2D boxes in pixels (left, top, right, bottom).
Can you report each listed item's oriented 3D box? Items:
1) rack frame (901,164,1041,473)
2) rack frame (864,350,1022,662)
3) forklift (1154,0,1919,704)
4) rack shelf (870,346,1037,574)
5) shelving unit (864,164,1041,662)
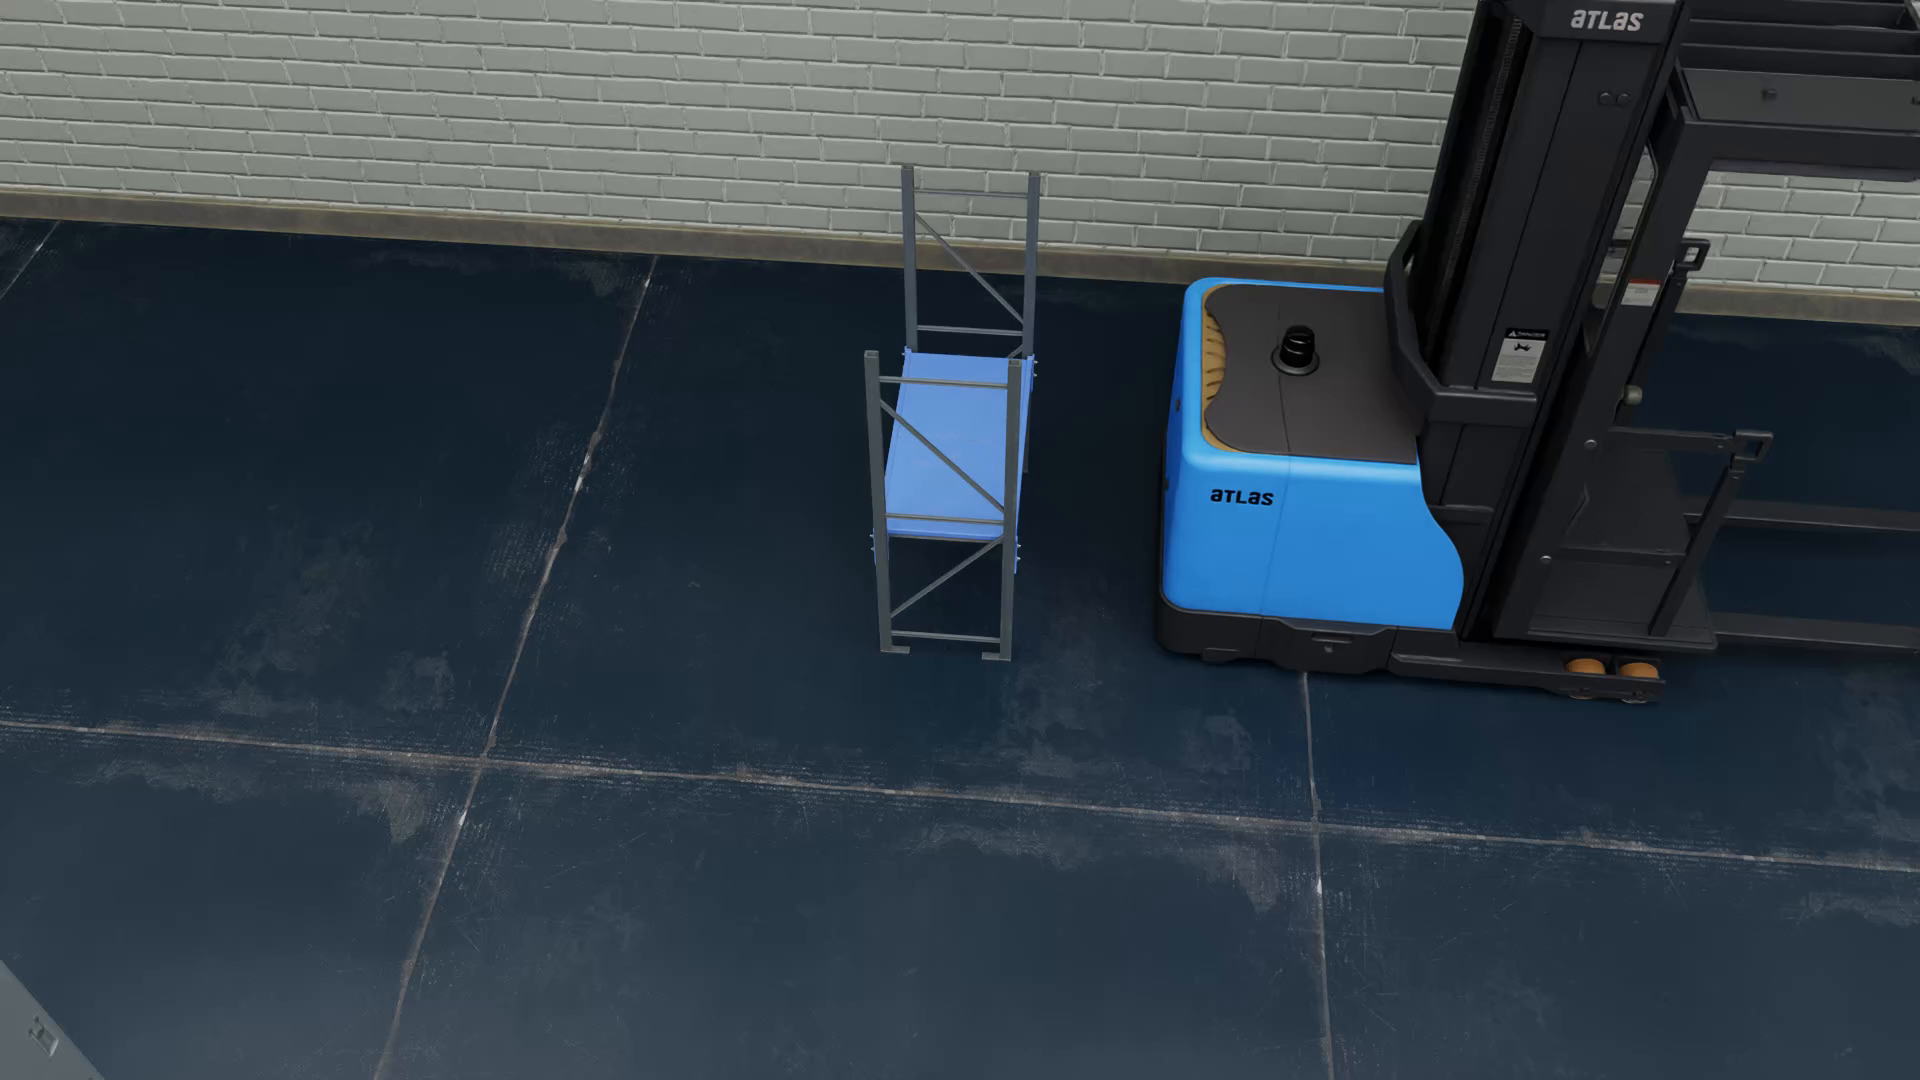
[{"bbox_3d":[0.039,-0.817,6.507,0.500,1.500,0.032,4,48,4],"label":"rack frame"},{"bbox_3d":[-0.054,-0.070,5.824,0.500,1.500,0.032,4,48,4],"label":"rack frame"},{"bbox_3d":[2.291,-0.793,5.515,3.031,2.935,1.130,4,48,4],"label":"forklift"},{"bbox_3d":[-0.008,-0.322,6.298,0.538,0.185,1.000,4,48,4],"label":"rack shelf"},{"bbox_3d":[-0.008,-0.443,6.165,0.538,1.500,1.048,4,48,4],"label":"shelving unit"}]
